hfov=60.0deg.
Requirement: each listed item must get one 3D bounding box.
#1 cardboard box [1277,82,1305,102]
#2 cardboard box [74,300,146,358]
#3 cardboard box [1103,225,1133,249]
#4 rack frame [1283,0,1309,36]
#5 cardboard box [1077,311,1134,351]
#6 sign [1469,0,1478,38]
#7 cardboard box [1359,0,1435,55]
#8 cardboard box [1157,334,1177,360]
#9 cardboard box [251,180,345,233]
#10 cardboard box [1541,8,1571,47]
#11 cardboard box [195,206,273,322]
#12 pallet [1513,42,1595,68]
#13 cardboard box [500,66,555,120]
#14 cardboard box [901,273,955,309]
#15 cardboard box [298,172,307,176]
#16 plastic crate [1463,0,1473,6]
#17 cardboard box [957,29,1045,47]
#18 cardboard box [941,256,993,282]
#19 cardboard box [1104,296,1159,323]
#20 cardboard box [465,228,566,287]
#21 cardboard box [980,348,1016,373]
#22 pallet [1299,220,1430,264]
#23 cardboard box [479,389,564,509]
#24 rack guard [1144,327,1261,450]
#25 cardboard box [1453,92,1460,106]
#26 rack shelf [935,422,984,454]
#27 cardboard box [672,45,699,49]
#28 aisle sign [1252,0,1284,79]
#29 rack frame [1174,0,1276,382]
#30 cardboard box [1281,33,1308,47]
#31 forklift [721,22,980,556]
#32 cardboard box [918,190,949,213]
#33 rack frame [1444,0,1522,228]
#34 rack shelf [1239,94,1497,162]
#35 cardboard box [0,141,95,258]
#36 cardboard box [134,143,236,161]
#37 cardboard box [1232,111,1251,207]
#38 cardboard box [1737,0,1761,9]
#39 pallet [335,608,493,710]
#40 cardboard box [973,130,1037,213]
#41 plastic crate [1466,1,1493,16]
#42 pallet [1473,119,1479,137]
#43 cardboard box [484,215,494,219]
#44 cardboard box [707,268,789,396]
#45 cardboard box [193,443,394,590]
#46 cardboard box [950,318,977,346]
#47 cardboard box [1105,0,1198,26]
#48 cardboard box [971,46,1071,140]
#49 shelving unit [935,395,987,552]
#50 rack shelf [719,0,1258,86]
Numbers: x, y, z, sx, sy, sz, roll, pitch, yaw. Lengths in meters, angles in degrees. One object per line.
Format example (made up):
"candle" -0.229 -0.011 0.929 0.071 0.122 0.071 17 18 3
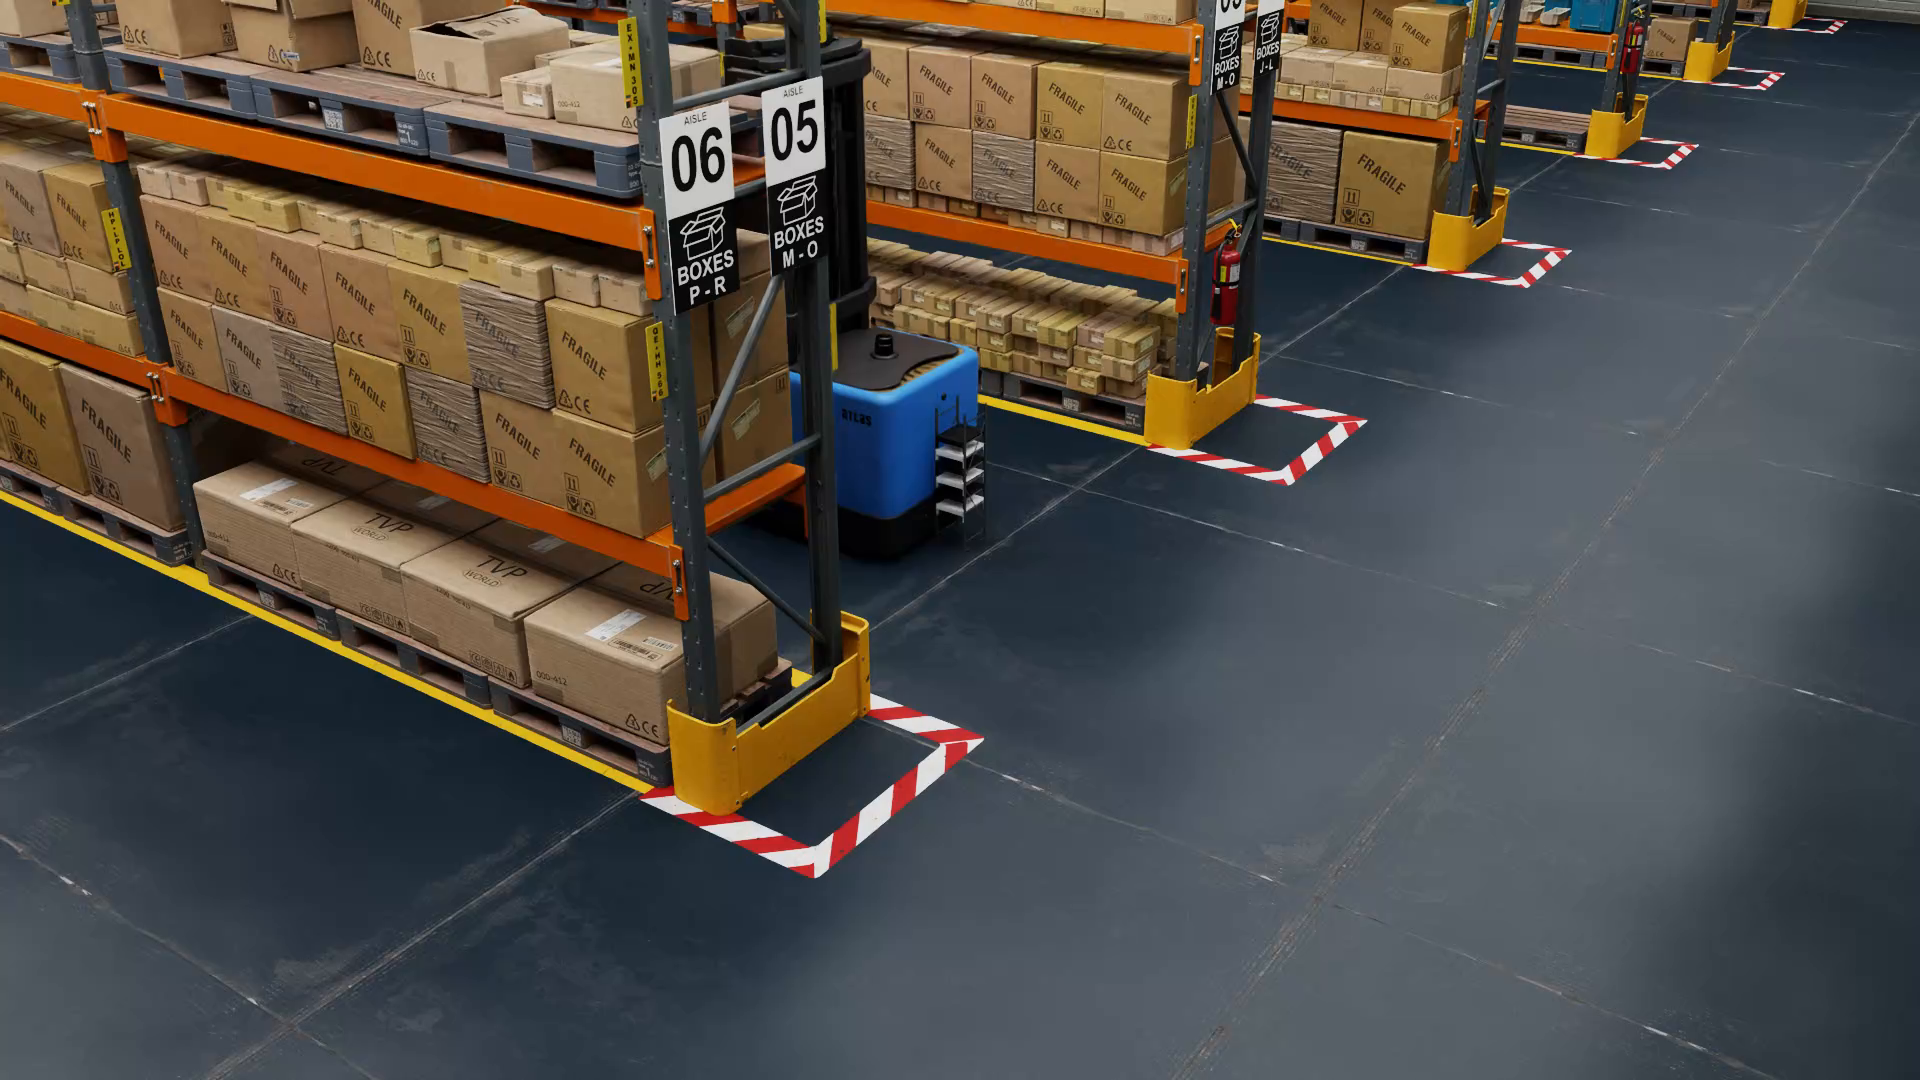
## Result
"cardboard box" 3.149 -4.199 15.470 0.250 0.149 0.380 17 32 30
"cardboard box" -4.734 -1.291 9.644 0.500 0.250 0.500 16 31 29
"cardboard box" 1.182 -2.130 11.405 0.250 0.149 0.380 17 32 30
"rack frame" 4.193 -6.893 20.488 0.127 3.000 1.000 17 32 30
"cardboard box" 1.040 -1.495 11.904 0.250 0.149 0.380 18 32 31
"sign" 4.367 -4.437 14.123 0.005 0.325 0.100 17 32 30
"cardboard box" 4.031 -4.767 15.320 0.500 0.500 0.500 16 31 29
"cardboard box" 1.508 -1.466 12.175 0.250 0.149 0.380 19 32 32
"cardboard box" -3.281 -1.662 8.281 0.250 0.149 0.380 16 31 29
"cardboard box" 8.552 -7.347 23.647 0.637 0.503 0.797 17 32 30
"cardboard box" -3.554 -1.482 8.642 0.500 0.500 0.500 17 31 30
"pallet" 8.576 -7.011 23.795 1.213 0.211 1.003 17 32 30
"cardboard box" -1.738 -1.926 7.123 0.250 0.149 0.380 15 30 26
"cardboard box" -0.243 -1.896 12.693 0.250 0.149 0.380 16 31 28
"cardboard box" -3.432 -1.980 8.905 0.250 0.149 0.380 17 32 30
"plastic crate" 6.140 -6.420 19.676 0.300 0.233 0.416 17 32 30
"cardboard box" 0.317 -3.422 12.126 0.500 0.500 0.500 16 31 29
"cardboard box" 0.055 -2.093 13.080 0.250 0.149 0.380 16 31 29
"cardboard box" 1.260 -1.655 12.219 0.250 0.149 0.380 18 32 31
"cardboard box" -2.002 -1.277 7.524 0.250 0.149 0.380 18 32 31
"cardboard box" 0.348 -1.389 12.351 0.250 0.149 0.380 16 31 28
"pallet" 3.983 -2.948 15.809 1.213 0.211 1.003 17 32 30
"cardboard box" -1.877 -0.513 7.841 0.500 0.500 0.500 17 31 29
"rack guard" 1.732 -1.091 11.843 0.348 0.500 1.175 17 32 30
"cardboard box" 4.580 -4.117 15.309 0.250 0.149 0.380 18 32 31
"rack shelf" 0.007 -0.610 9.934 0.200 0.077 0.258 17 32 30
"cardboard box" -2.426 -4.093 14.144 0.250 0.149 0.380 17 32 30
"aisle sign" 2.024 -3.438 10.832 0.004 0.787 0.394 17 32 30
"rack frame" 1.794 -2.186 11.238 0.127 3.000 1.000 17 32 30
"cardboard box" 3.166 -4.698 16.011 0.500 0.250 0.500 17 31 29
"forklift" -1.385 -1.711 10.381 3.031 2.935 1.130 17 31 29
"cardboard box" -0.094 -2.535 12.200 0.250 0.149 0.380 19 32 32
"rack frame" 4.686 -4.014 14.831 0.127 3.000 1.000 17 32 30
"rack shelf" 3.037 -4.207 16.003 4.000 0.370 1.077 17 32 30
"cardboard box" -5.163 -1.978 9.616 0.500 0.500 0.500 18 32 31
"cardboard box" -4.422 -2.047 9.753 0.500 0.500 0.500 18 32 31
"cardboard box" 2.629 -3.851 16.390 0.875 0.875 0.875 17 32 30
"cardboard box" 12.466 -8.785 26.499 0.500 0.500 0.700 17 32 30
"pallet" -2.630 0.444 9.145 1.213 0.211 1.003 17 32 30
"cardboard box" 0.433 -2.643 11.698 0.500 0.500 0.500 17 32 30
"plastic crate" 5.987 -6.128 19.209 0.250 0.136 0.298 17 32 30
"pallet" 5.831 -5.163 20.163 1.213 0.211 1.003 17 32 30
"cardboard box" -2.122 -1.622 8.202 0.250 0.149 0.380 18 32 31
"cardboard box" -1.159 -1.029 7.753 0.500 0.500 0.500 17 31 29
"cardboard box" -3.765 -0.180 9.659 0.875 0.438 0.875 17 31 30
"cardboard box" 0.134 -1.598 12.434 0.250 0.149 0.380 19 33 33
"cardboard box" 1.270 -3.474 10.627 0.500 0.250 0.500 17 31 29
"cardboard box" 0.425 -3.093 11.481 0.500 0.500 0.500 19 33 33
"shelving unit" 0.007 -0.399 10.042 0.210 0.900 0.258 17 32 30
"rack shelf" 0.146 -3.716 11.730 4.000 0.370 1.077 17 32 30
